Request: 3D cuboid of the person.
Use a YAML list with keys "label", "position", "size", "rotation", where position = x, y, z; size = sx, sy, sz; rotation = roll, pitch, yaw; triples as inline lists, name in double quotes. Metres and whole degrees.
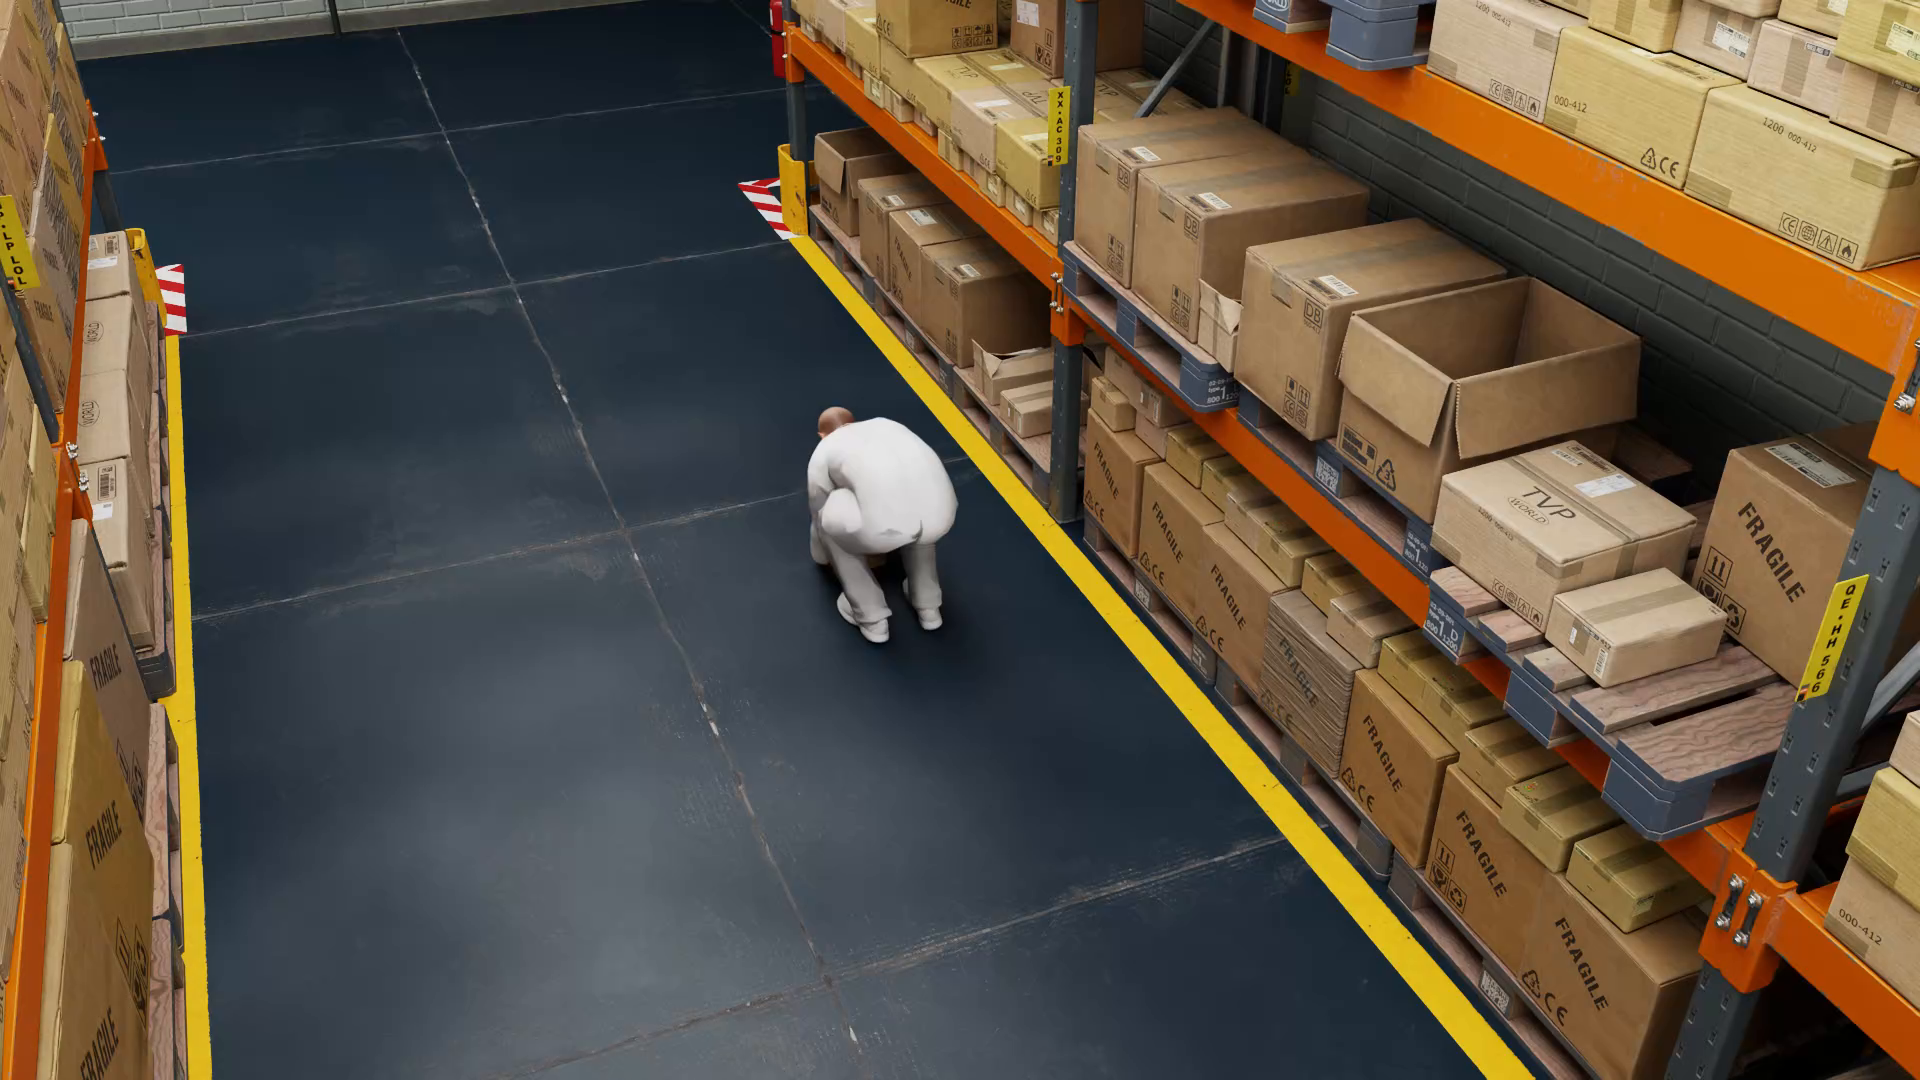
- label: "person"
  position: [-0.357, -0.103, 7.163]
  size: [0.591, 0.886, 0.953]
  rotation: [-14, 36, -20]
